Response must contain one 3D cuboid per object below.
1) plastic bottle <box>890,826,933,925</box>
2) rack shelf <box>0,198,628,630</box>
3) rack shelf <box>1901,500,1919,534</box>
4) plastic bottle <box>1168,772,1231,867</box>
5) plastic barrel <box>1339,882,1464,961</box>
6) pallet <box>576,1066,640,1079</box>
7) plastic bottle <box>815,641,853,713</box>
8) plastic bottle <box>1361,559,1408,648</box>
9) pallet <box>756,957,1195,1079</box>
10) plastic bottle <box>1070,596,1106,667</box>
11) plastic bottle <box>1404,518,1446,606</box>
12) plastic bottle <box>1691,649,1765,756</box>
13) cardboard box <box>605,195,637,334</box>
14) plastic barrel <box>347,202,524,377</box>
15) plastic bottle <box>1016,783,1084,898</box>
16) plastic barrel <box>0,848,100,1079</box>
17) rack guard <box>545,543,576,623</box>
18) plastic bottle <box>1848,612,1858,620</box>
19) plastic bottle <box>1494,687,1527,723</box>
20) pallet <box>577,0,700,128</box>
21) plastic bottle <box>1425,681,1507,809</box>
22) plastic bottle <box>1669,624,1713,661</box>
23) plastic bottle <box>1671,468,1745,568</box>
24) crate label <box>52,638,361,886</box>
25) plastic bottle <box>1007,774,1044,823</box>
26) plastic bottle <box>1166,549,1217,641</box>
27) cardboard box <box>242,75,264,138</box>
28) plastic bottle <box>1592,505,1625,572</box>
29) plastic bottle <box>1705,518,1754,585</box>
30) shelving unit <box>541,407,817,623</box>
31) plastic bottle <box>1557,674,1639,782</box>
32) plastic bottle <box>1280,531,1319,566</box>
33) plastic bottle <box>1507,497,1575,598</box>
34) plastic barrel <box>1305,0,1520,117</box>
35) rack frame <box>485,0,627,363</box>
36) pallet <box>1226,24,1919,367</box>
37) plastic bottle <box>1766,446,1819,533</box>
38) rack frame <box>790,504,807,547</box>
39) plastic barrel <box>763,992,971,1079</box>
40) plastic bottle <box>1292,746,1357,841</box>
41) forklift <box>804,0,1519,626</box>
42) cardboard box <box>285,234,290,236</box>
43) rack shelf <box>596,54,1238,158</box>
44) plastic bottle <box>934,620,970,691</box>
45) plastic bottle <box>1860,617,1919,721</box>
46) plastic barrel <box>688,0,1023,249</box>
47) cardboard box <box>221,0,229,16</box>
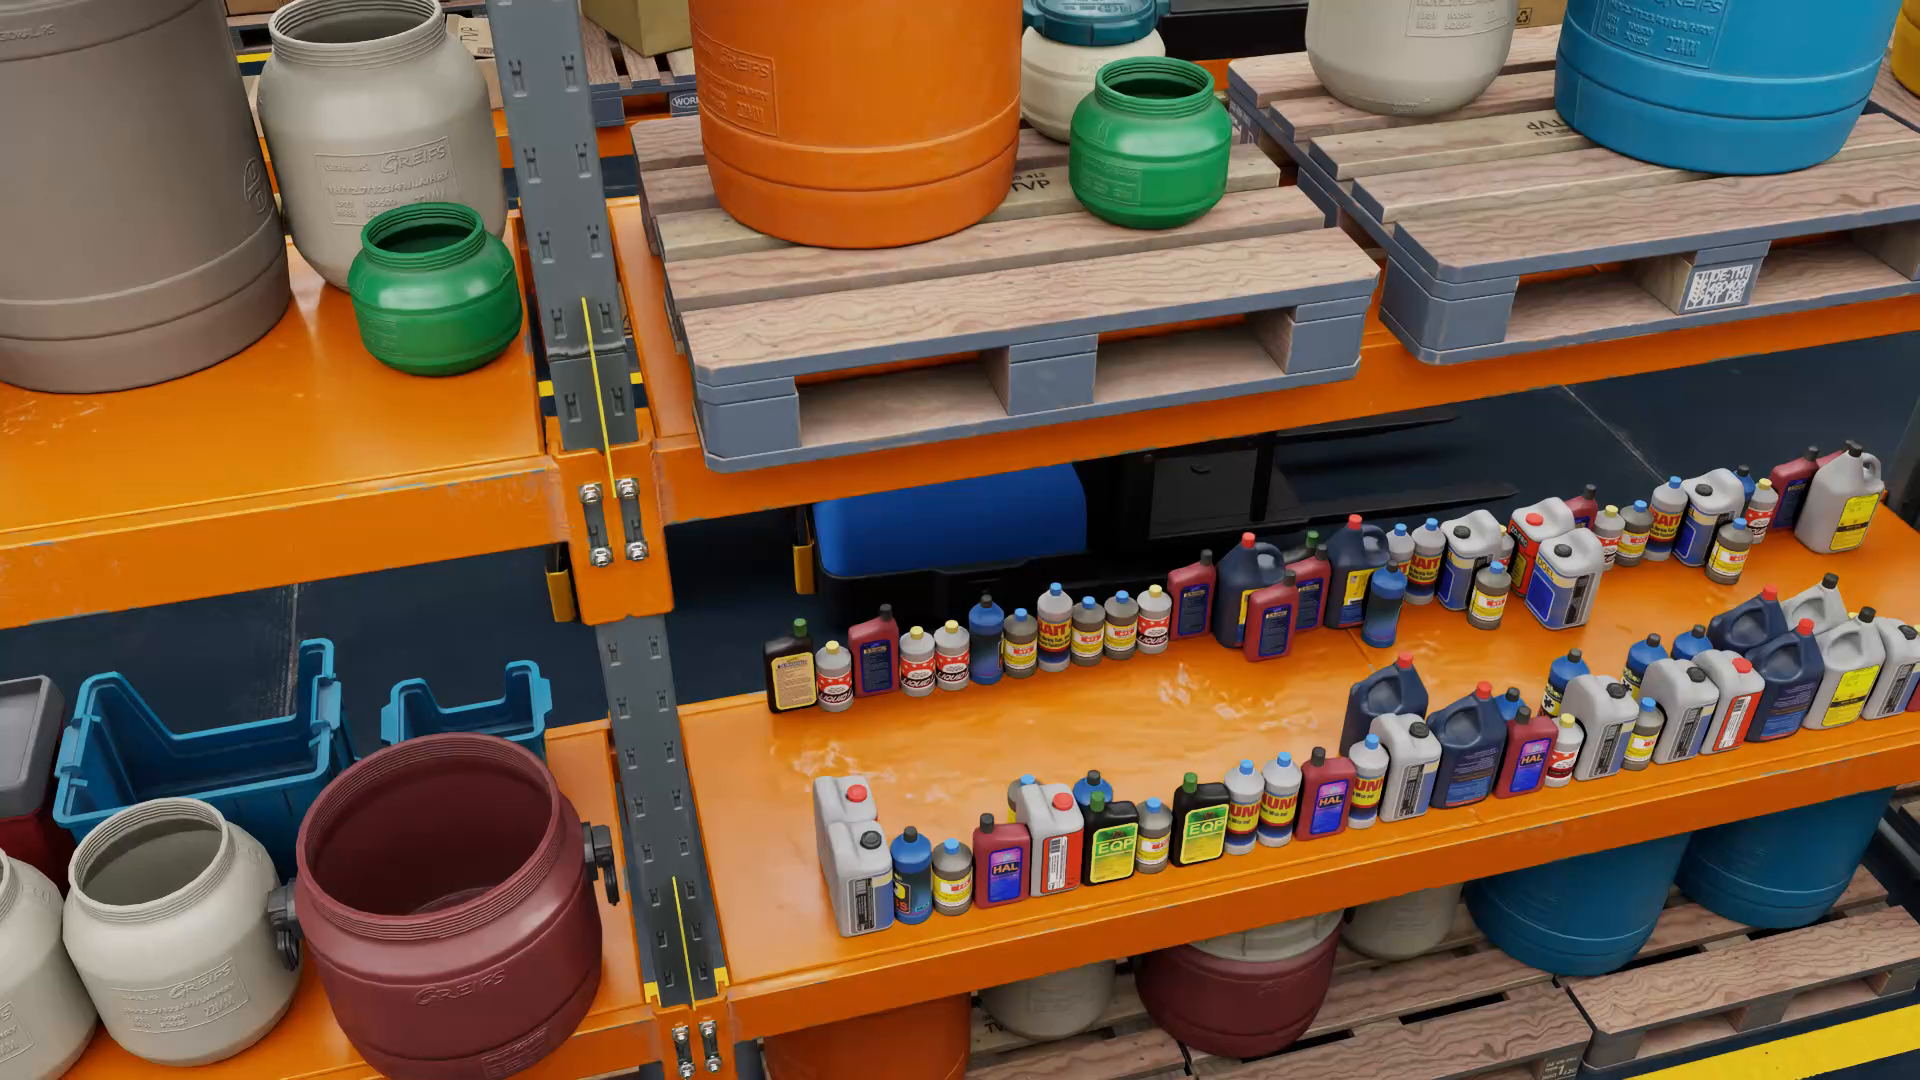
[{"bbox_3d":[-0.113,0.771,3.879,0.097,0.271,0.097,0,37,0],"label":"plastic bottle"},{"bbox_3d":[-2.665,0.013,2.888,4.000,0.370,1.077,-9,38,-12],"label":"rack shelf"},{"bbox_3d":[5.058,-0.063,5.456,4.000,0.370,1.077,-9,38,-12],"label":"rack shelf"},{"bbox_3d":[0.578,0.665,4.008,0.133,0.283,0.061,-9,38,-12],"label":"plastic bottle"},{"bbox_3d":[1.346,1.015,5.157,0.421,0.512,0.421,0,37,0],"label":"plastic barrel"},{"bbox_3d":[-1.492,1.809,4.711,1.213,0.211,1.003,-9,38,-12],"label":"pallet"},{"bbox_3d":[-0.339,0.359,4.476,0.097,0.201,0.097,0,37,0],"label":"plastic bottle"},{"bbox_3d":[1.194,0.170,4.665,0.097,0.271,0.097,0,37,0],"label":"plastic bottle"},{"bbox_3d":[0.016,1.560,5.037,1.213,0.211,1.003,-9,38,-12],"label":"pallet"},{"bbox_3d":[0.354,0.245,4.625,0.097,0.201,0.097,0,37,0],"label":"plastic bottle"},{"bbox_3d":[1.344,0.055,4.816,0.097,0.271,0.097,0,37,0],"label":"plastic bottle"},{"bbox_3d":[1.991,0.407,4.351,0.135,0.276,0.152,-9,38,-12],"label":"plastic bottle"},{"bbox_3d":[-1.508,-1.391,8.295,0.500,0.500,0.500,-8,38,-10],"label":"cardboard box"},{"bbox_3d":[-0.959,-0.459,3.040,0.294,0.245,0.294,0,37,0],"label":"plastic barrel"},{"bbox_3d":[0.214,0.699,3.970,0.135,0.276,0.152,-9,38,-12],"label":"plastic bottle"},{"bbox_3d":[-2.079,0.912,3.497,0.421,0.512,0.421,0,37,0],"label":"plastic barrel"},{"bbox_3d":[-1.670,0.061,6.965,0.087,0.250,0.587,-6,38,-8],"label":"rack guard"},{"bbox_3d":[2.428,0.287,4.570,0.097,0.201,0.097,0,37,0],"label":"plastic bottle"},{"bbox_3d":[1.388,0.487,4.251,0.097,0.271,0.097,0,37,0],"label":"plastic bottle"},{"bbox_3d":[-1.386,-2.377,8.046,1.003,0.211,1.213,-9,38,-12],"label":"pallet"},{"bbox_3d":[1.262,0.500,4.169,0.185,0.351,0.144,-9,38,-12],"label":"plastic bottle"},{"bbox_3d":[1.941,0.339,4.444,0.097,0.271,0.097,0,37,0],"label":"plastic bottle"},{"bbox_3d":[2.228,-0.075,4.981,0.135,0.276,0.152,-9,38,-12],"label":"plastic bottle"},{"bbox_3d":[-1.764,0.586,3.986,0.616,0.435,0.502,-9,38,-12],"label":"crate label"},{"bbox_3d":[0.164,0.658,4.084,0.097,0.201,0.097,0,37,0],"label":"plastic bottle"},{"bbox_3d":[0.648,0.153,4.678,0.133,0.283,0.061,-9,38,-12],"label":"plastic bottle"},{"bbox_3d":[-3.239,-1.970,7.563,0.250,0.149,0.380,-7,38,-9],"label":"cardboard box"},{"bbox_3d":[1.921,-0.012,4.961,0.097,0.201,0.097,0,37,0],"label":"plastic bottle"},{"bbox_3d":[2.278,0.025,4.912,0.097,0.201,0.097,0,37,0],"label":"plastic bottle"},{"bbox_3d":[-1.180,-0.489,6.655,1.083,1.500,0.587,-6,38,-8],"label":"shelving unit"},{"bbox_3d":[1.638,0.465,4.275,0.135,0.276,0.152,-9,38,-12],"label":"plastic bottle"},{"bbox_3d":[0.956,0.102,4.744,0.133,0.283,0.061,-9,38,-12],"label":"plastic bottle"},{"bbox_3d":[1.687,0.014,4.865,0.135,0.276,0.152,-9,38,-12],"label":"plastic bottle"},{"bbox_3d":[0.938,-1.180,3.397,0.433,0.535,0.433,0,37,0],"label":"plastic barrel"},{"bbox_3d":[-0.734,-1.781,2.172,0.127,3.000,1.000,-9,38,-12],"label":"rack frame"},{"bbox_3d":[1.302,-0.786,3.495,1.213,0.211,1.003,-9,38,-12],"label":"pallet"},{"bbox_3d":[2.533,-0.157,5.082,0.133,0.283,0.061,-9,38,-12],"label":"plastic bottle"},{"bbox_3d":[-0.688,-0.543,6.725,0.032,1.500,0.500,-6,38,-8],"label":"rack frame"},{"bbox_3d":[-0.267,1.209,4.641,0.708,0.830,0.600,-9,38,-12],"label":"plastic barrel"},{"bbox_3d":[0.895,0.613,4.076,0.133,0.283,0.061,-9,38,-12],"label":"plastic bottle"},{"bbox_3d":[0.860,-1.228,6.444,3.031,2.935,1.130,-6,38,-8],"label":"forklift"},{"bbox_3d":[-2.964,-1.288,7.921,0.500,0.311,0.500,-10,39,-13],"label":"cardboard box"},{"bbox_3d":[-0.091,-2.336,8.426,4.000,0.370,1.077,-9,38,-12],"label":"rack shelf"},{"bbox_3d":[-0.022,0.307,4.544,0.097,0.201,0.097,0,37,0],"label":"plastic bottle"},{"bbox_3d":[2.478,0.327,4.456,0.135,0.276,0.152,-9,38,-12],"label":"plastic bottle"},{"bbox_3d":[-0.186,-1.015,2.941,0.708,0.830,0.600,-9,38,-12],"label":"plastic barrel"},{"bbox_3d":[-5.484,-4.053,11.774,0.500,0.500,0.700,-9,38,-11],"label":"cardboard box"}]
